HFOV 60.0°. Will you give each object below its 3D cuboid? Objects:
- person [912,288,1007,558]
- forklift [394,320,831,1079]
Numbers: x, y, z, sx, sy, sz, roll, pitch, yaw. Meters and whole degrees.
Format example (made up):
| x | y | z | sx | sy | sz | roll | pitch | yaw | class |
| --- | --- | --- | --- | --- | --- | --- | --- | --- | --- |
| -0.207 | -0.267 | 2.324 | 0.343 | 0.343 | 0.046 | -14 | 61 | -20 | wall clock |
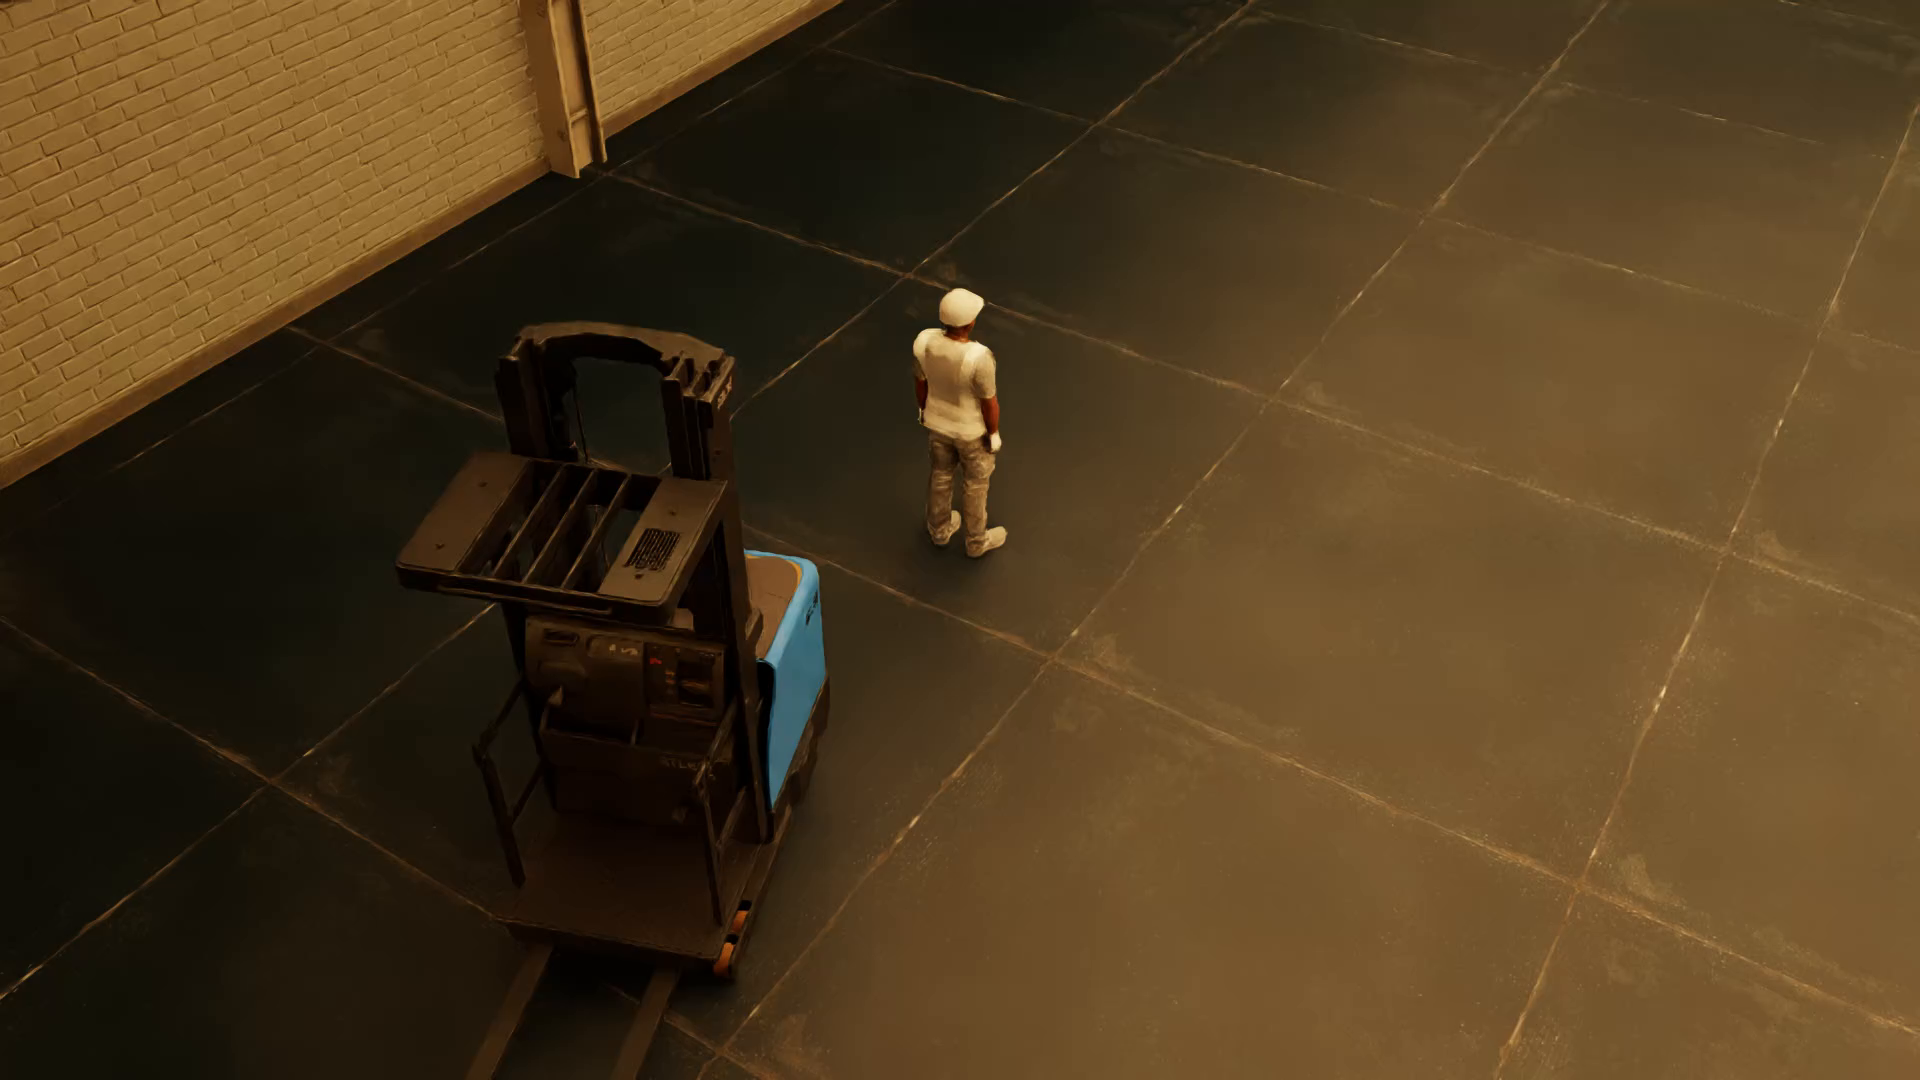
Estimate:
| x | y | z | sx | sy | sz | roll | pitch | yaw | class |
| --- | --- | --- | --- | --- | --- | --- | --- | --- | --- |
| 0.006 | -0.689 | 9.665 | 0.546 | 1.790 | 0.365 | 22 | 45 | 24 | person |
| -1.523 | 0.663 | 7.185 | 1.130 | 2.935 | 3.031 | 8 | 41 | 9 | forklift |
